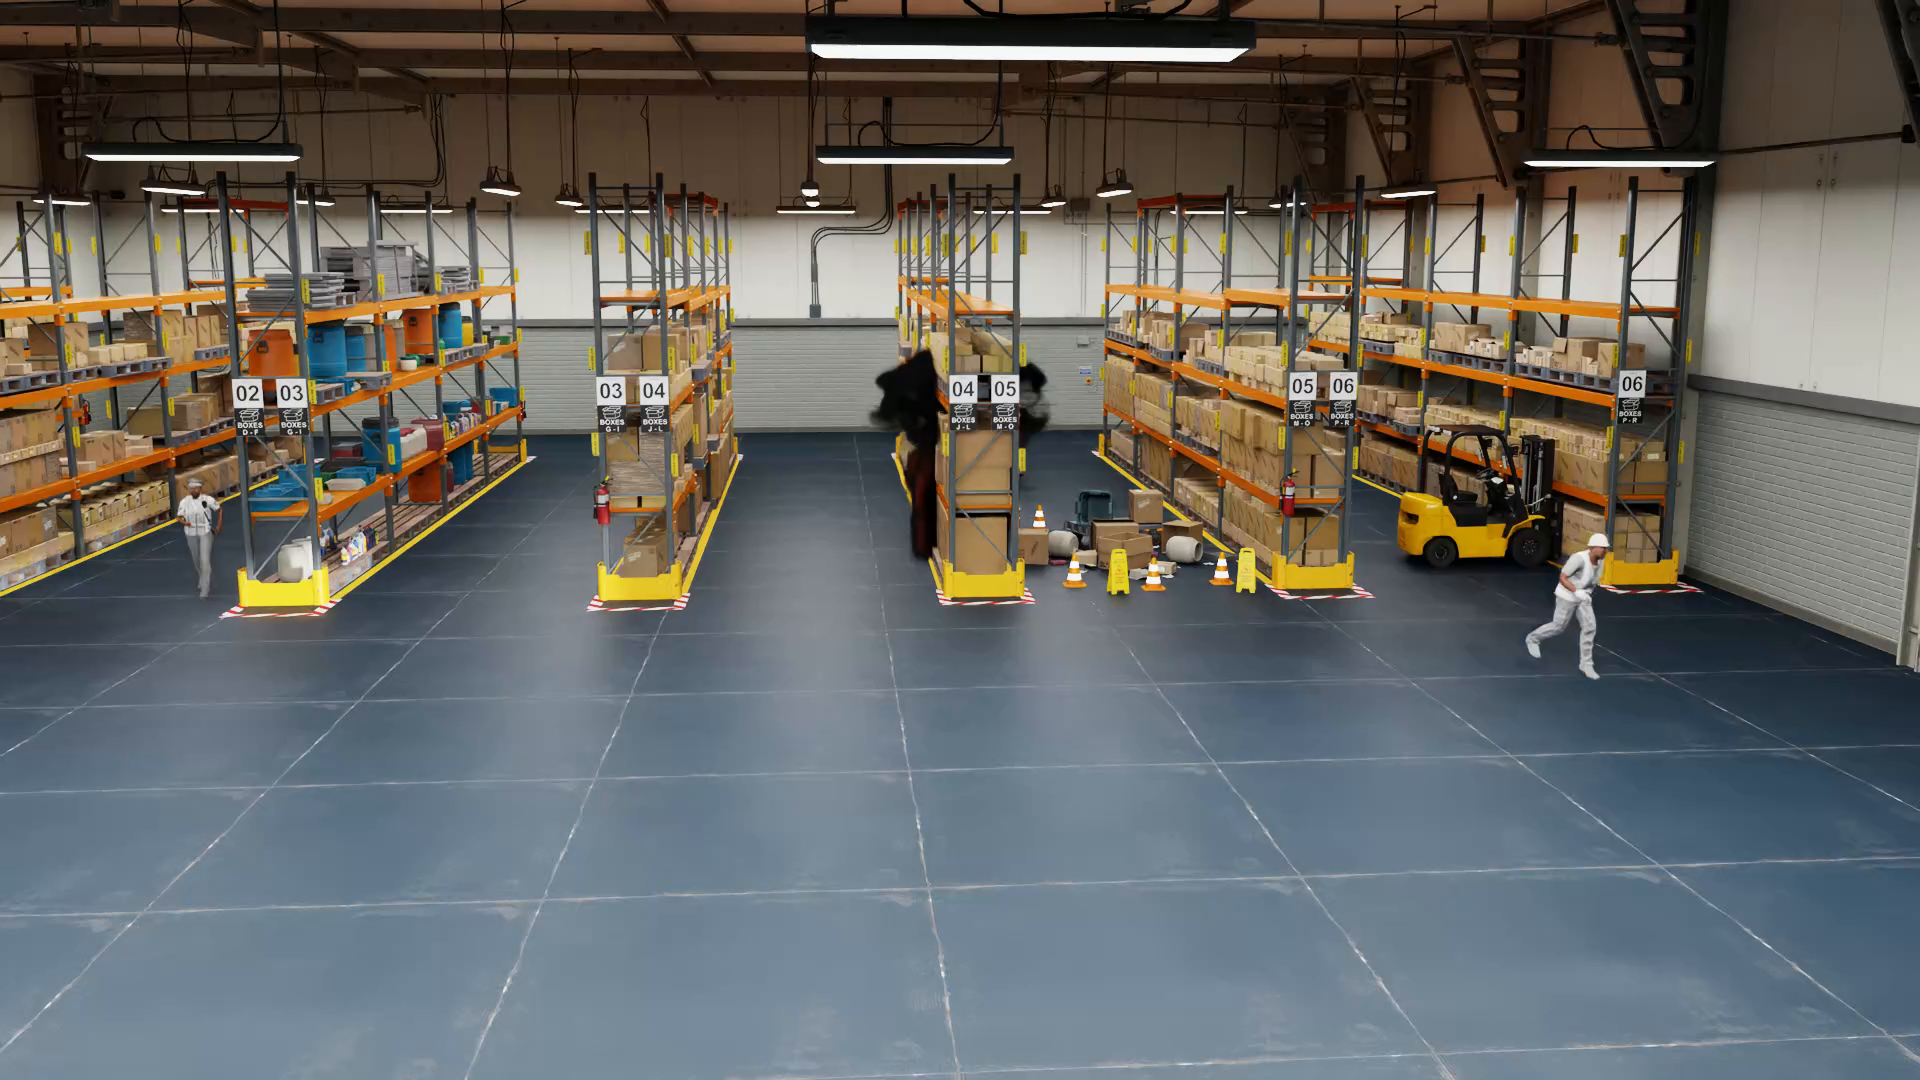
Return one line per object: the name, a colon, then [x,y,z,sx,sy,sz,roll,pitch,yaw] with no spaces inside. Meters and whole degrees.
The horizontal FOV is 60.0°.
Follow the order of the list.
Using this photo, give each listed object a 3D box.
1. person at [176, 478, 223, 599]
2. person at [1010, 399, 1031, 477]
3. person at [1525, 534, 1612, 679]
person: [-11.032,-0.050,24.163,0.592,1.725,0.802,-2,10,-11]
person: [1.250,-2.105,36.167,0.669,1.653,0.861,-3,10,-14]
person: [7.239,0.726,19.805,0.721,1.727,1.052,-8,13,-37]
